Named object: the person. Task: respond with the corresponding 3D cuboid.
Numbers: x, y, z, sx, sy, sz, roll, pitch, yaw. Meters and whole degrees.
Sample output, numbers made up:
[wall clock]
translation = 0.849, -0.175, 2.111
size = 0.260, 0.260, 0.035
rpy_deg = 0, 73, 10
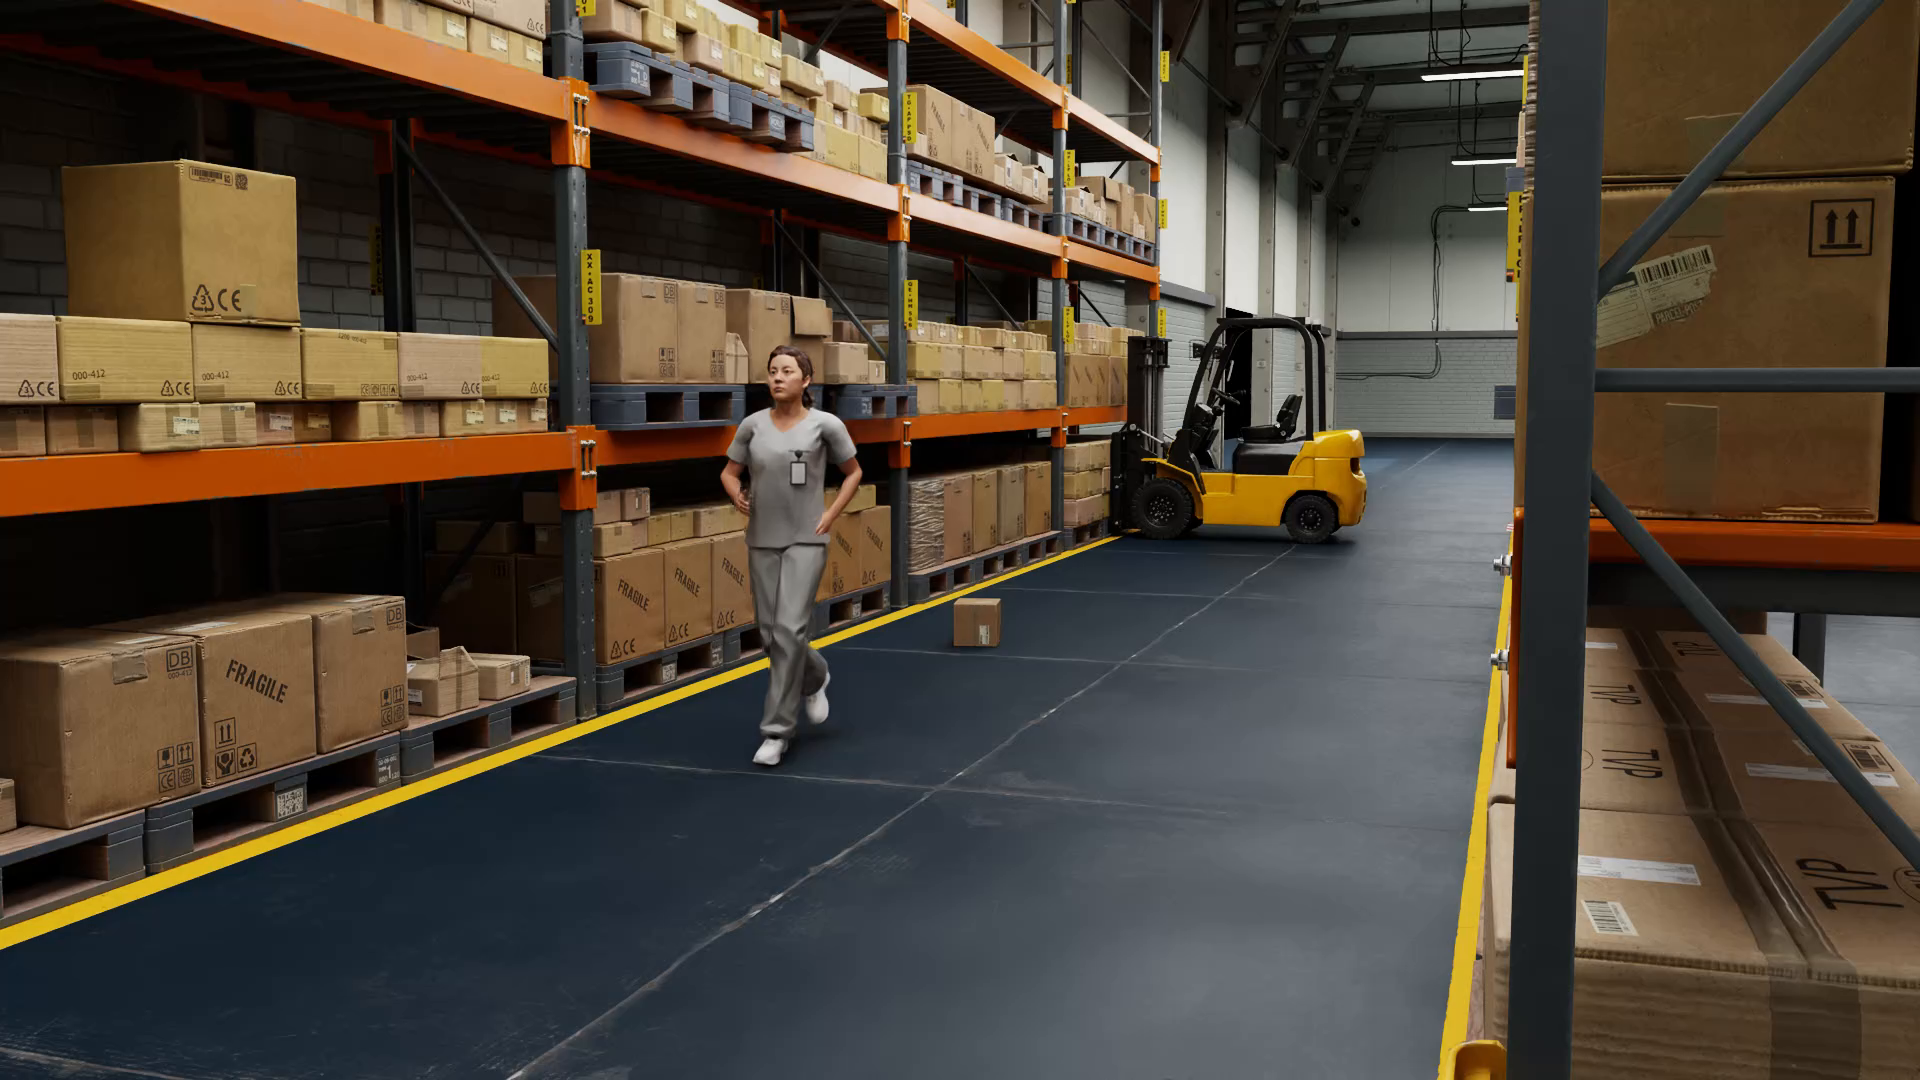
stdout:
[person]
translation = -0.713, 0.038, 6.845
size = 0.580, 1.665, 0.763
rpy_deg = 1, 5, 11
